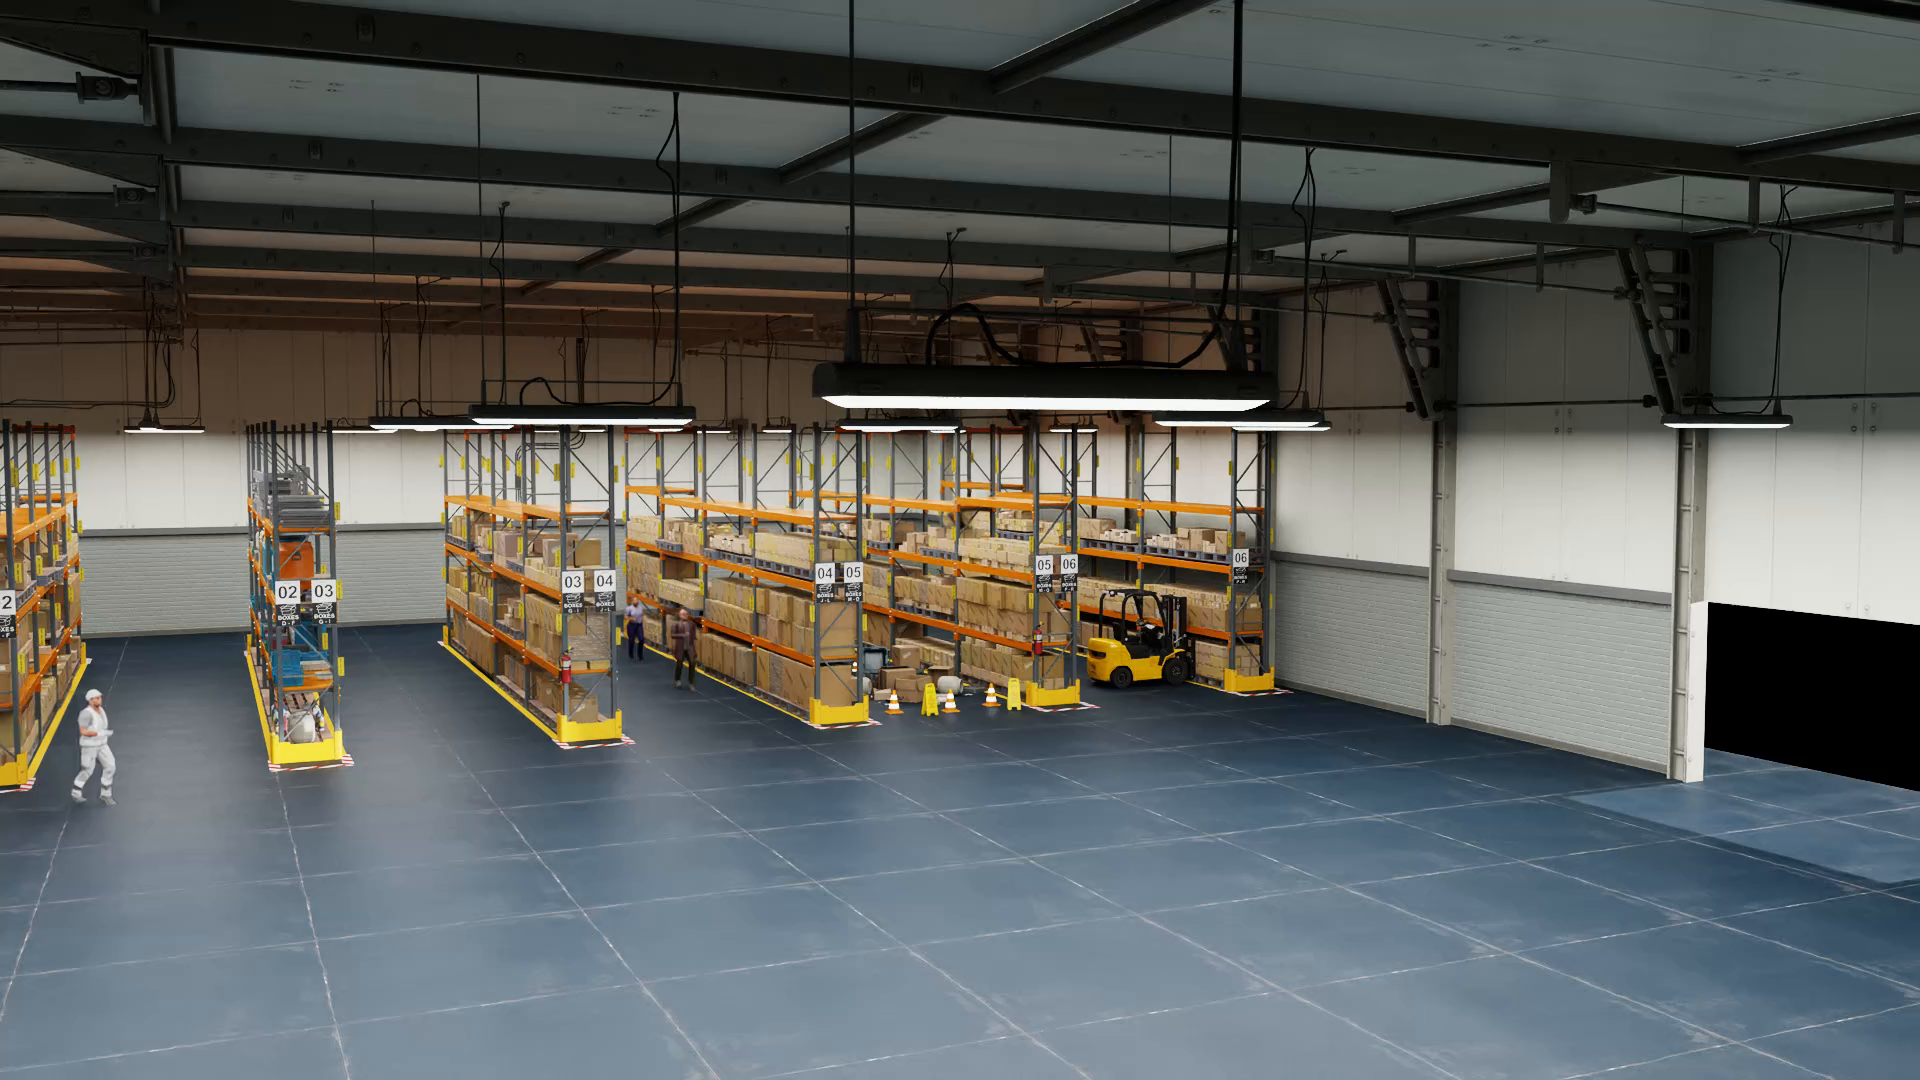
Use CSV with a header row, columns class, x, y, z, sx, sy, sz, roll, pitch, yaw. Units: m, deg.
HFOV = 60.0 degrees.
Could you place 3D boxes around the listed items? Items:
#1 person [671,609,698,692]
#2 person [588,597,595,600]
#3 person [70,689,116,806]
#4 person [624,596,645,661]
class,x,y,z,sx,sy,sz,roll,pitch,yaw
person,-6.230,2.484,37.551,0.677,1.846,0.865,-2,4,-26
person,-9.990,2.083,45.597,0.552,1.637,0.644,-1,4,-20
person,-13.396,3.232,25.746,0.772,1.859,0.680,1,4,10
person,-8.284,2.282,42.367,0.592,1.687,0.725,-2,4,-27
